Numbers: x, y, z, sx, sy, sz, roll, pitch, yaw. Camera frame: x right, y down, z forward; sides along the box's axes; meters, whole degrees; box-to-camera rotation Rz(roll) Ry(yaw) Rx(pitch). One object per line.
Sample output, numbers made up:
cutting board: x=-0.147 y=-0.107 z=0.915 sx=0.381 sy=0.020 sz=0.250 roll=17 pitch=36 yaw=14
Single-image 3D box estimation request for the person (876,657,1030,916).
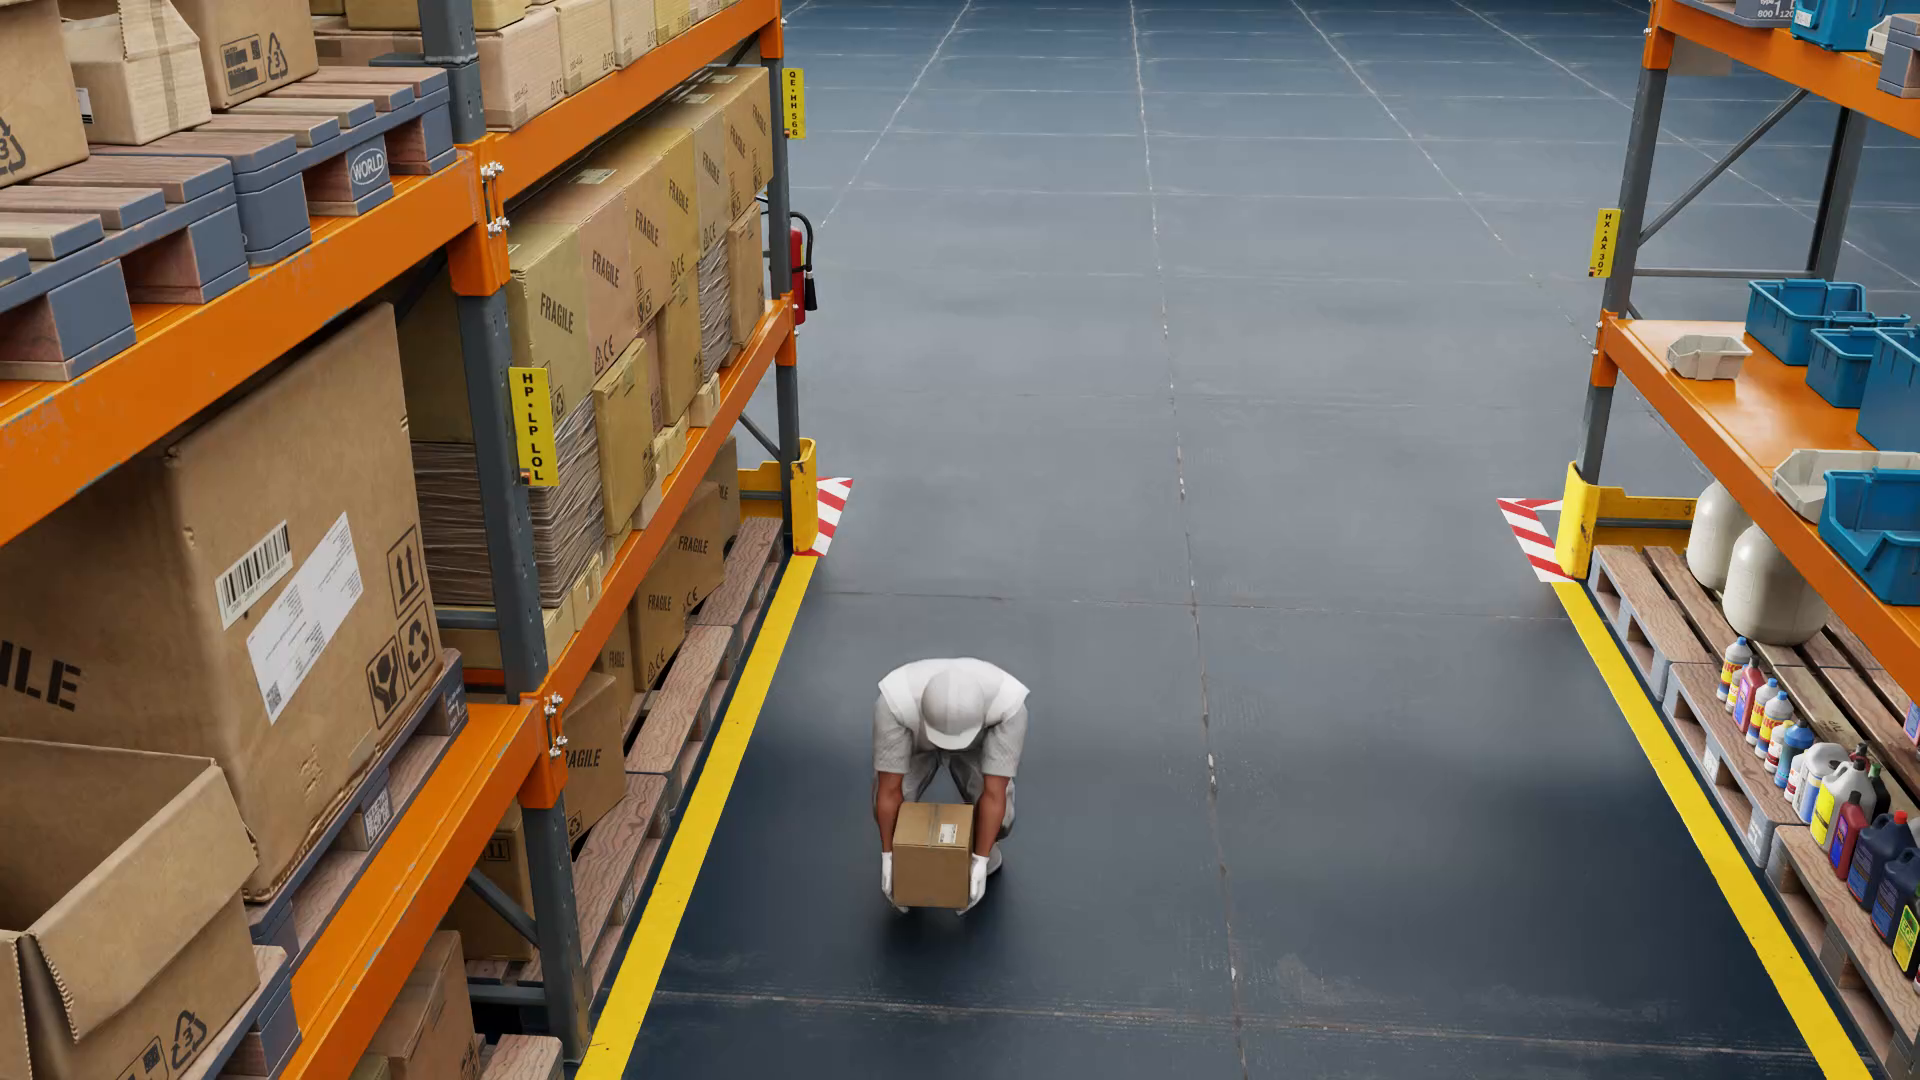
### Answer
person: x=-0.024 y=0.768 z=5.836 sx=0.534 sy=1.006 sz=0.907 roll=1 pitch=24 yaw=3
